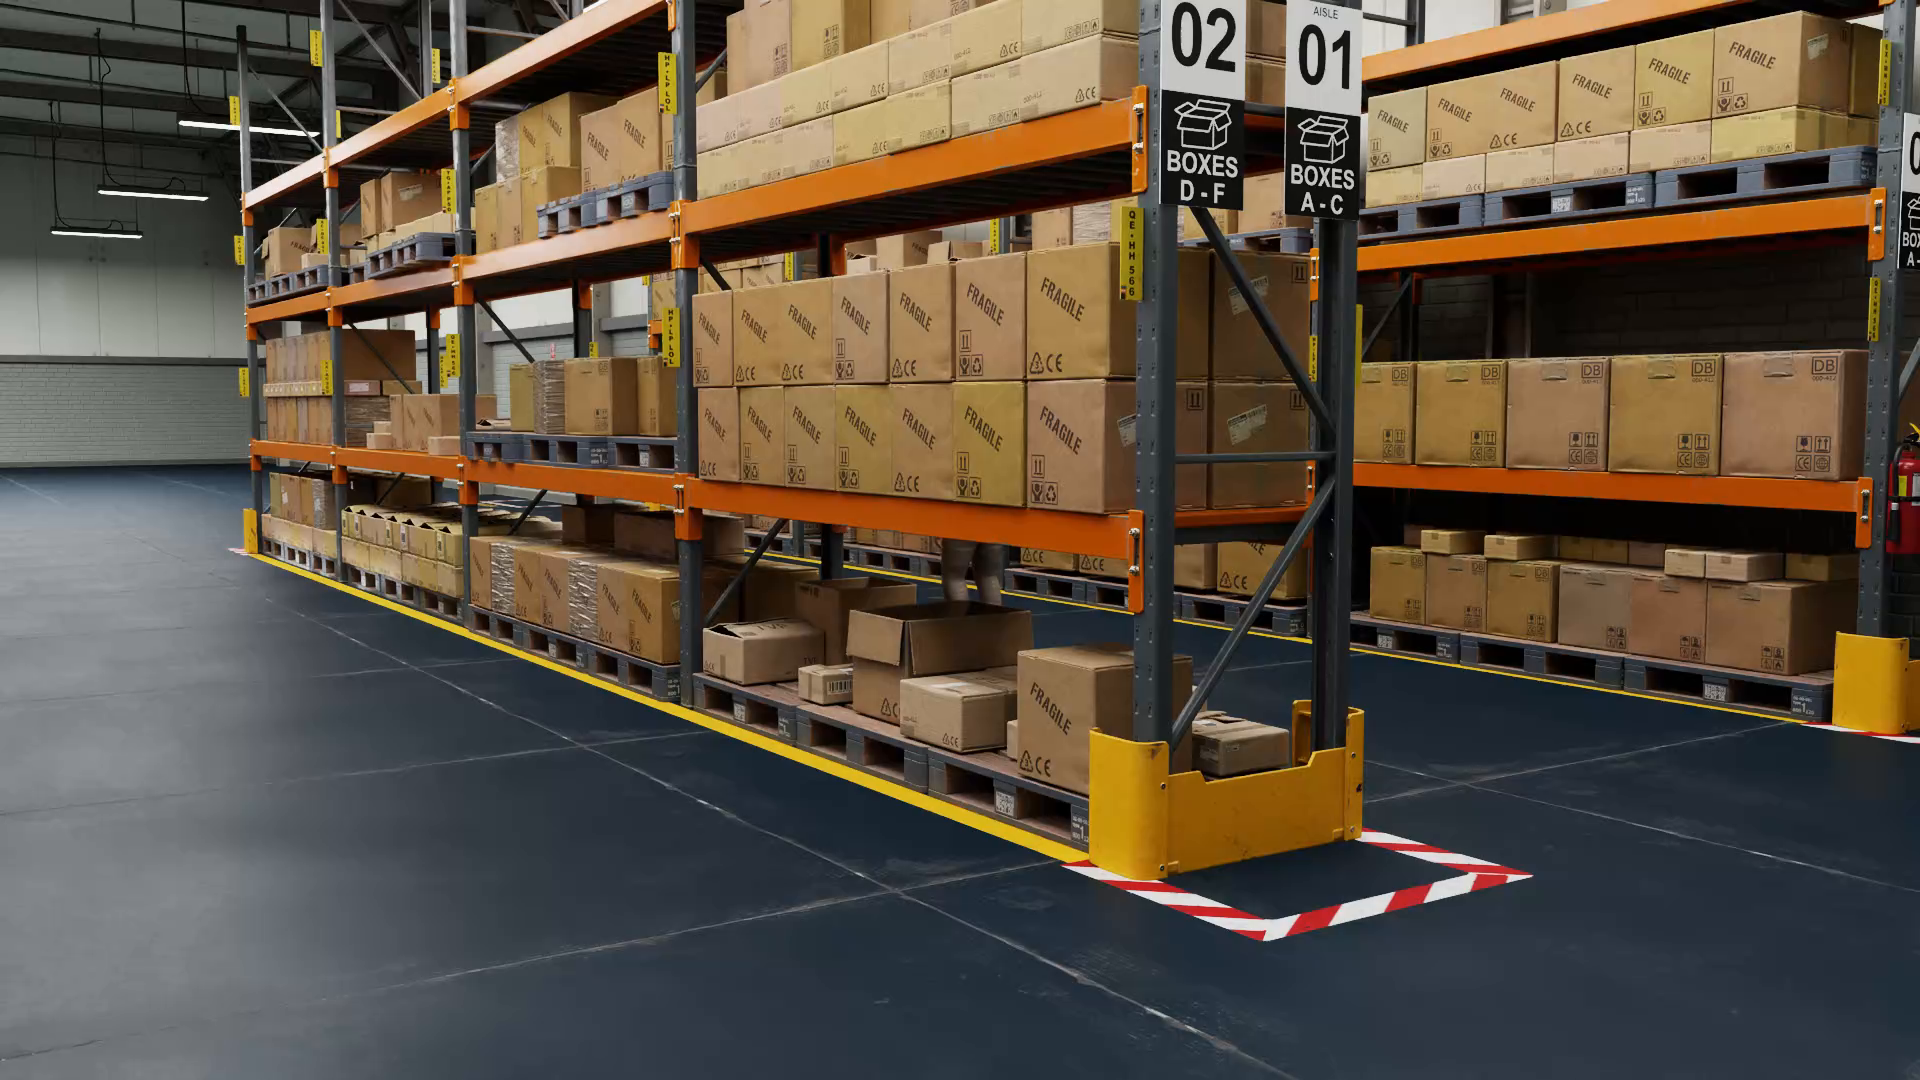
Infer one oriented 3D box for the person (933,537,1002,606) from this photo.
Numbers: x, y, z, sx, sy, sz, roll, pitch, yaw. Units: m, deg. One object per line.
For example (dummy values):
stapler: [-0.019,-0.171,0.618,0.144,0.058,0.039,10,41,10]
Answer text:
person: [0.065,-0.099,11.625,0.605,1.726,0.393,-4,6,-37]
